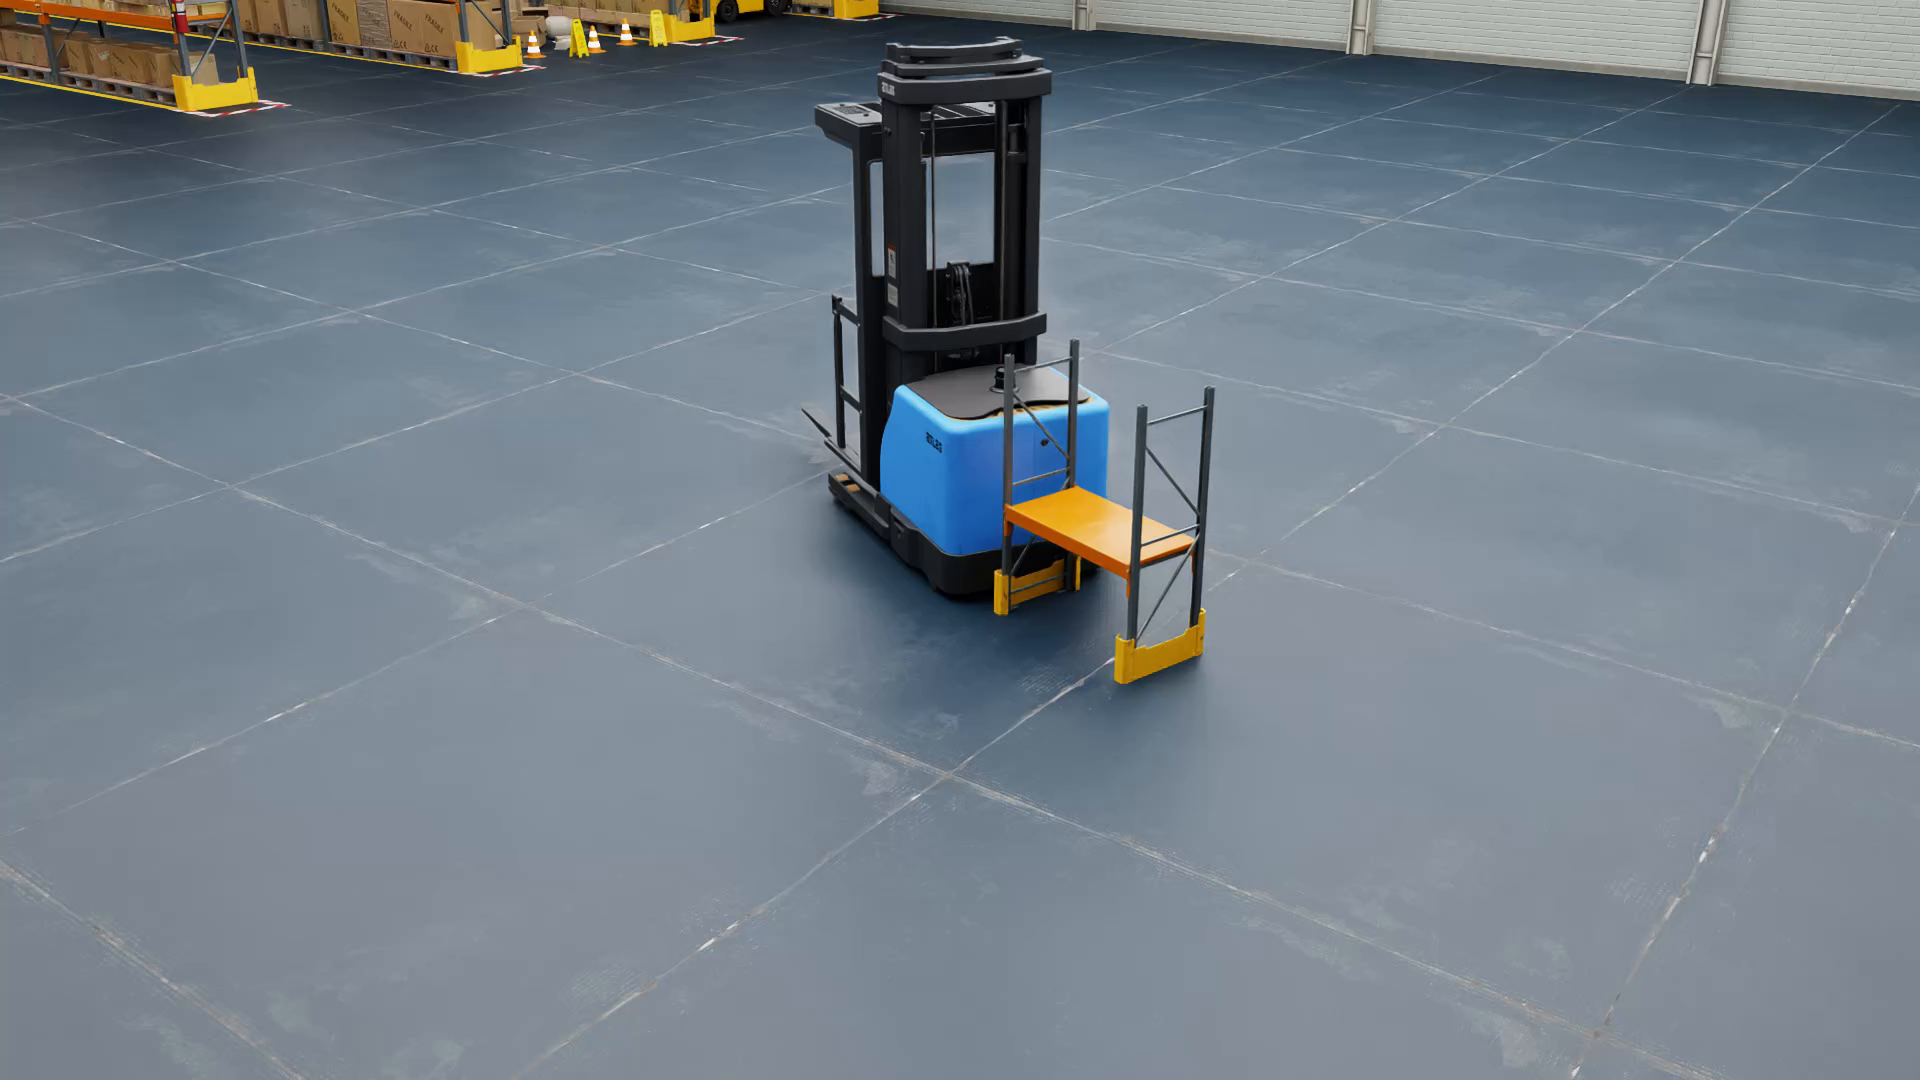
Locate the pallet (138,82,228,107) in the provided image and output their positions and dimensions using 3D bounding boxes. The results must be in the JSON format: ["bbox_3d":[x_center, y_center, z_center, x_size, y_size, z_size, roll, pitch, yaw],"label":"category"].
[{"bbox_3d":[-11.864,-6.894,25.636,1.213,0.211,1.003,17,29,33],"label":"pallet"}]

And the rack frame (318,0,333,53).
[{"bbox_3d":[-11.320,-10.487,30.332,0.127,3.000,1.000,17,29,33],"label":"rack frame"}]

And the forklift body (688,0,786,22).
[{"bbox_3d":[-4.869,-12.226,35.330,1.214,2.155,2.313,17,29,33],"label":"forklift body"}]

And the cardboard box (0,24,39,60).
[{"bbox_3d":[-16.119,-8.516,28.412,0.500,0.500,0.700,20,31,38],"label":"cardboard box"}]

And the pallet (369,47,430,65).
[{"bbox_3d":[-9.778,-8.707,29.751,1.213,0.211,1.003,17,29,33],"label":"pallet"}]

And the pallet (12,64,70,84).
[{"bbox_3d":[-14.999,-7.823,27.744,1.213,0.211,1.003,17,29,33],"label":"pallet"}]

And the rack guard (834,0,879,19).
[{"bbox_3d":[-2.238,-11.594,35.945,0.348,0.500,1.175,17,29,33],"label":"rack guard"}]

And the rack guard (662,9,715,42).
[{"bbox_3d":[-5.292,-10.016,32.363,0.348,0.500,1.175,17,29,33],"label":"rack guard"}]

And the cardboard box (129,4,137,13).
[{"bbox_3d":[-12.323,-8.075,25.169,0.250,0.149,0.380,17,29,33],"label":"cardboard box"}]

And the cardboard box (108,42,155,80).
[{"bbox_3d":[-13.073,-7.589,26.334,0.500,0.500,0.500,14,27,29],"label":"cardboard box"}]

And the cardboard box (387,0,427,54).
[{"bbox_3d":[-9.407,-9.095,29.286,0.875,0.875,0.875,16,29,32],"label":"cardboard box"}]

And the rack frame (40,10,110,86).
[{"bbox_3d":[-14.375,-8.912,26.756,0.127,3.000,1.000,17,29,33],"label":"rack frame"}]

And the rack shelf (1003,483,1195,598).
[{"bbox_3d":[0.749,-0.014,8.869,0.538,0.185,1.000,-17,29,-34],"label":"rack shelf"}]

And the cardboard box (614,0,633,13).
[{"bbox_3d":[-6.448,-10.653,32.668,0.500,0.500,0.500,18,30,35],"label":"cardboard box"}]

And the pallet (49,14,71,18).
[{"bbox_3d":[-19.260,-11.592,36.297,1.213,0.211,1.003,17,29,33],"label":"pallet"}]

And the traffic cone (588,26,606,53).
[{"bbox_3d":[-6.743,-9.228,30.620,0.334,0.463,0.336,17,29,33],"label":"traffic cone"}]

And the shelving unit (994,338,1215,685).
[{"bbox_3d":[0.744,-0.182,8.803,0.587,1.500,1.083,-17,29,-34],"label":"shelving unit"}]

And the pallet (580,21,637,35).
[{"bbox_3d":[-6.893,-10.387,33.563,1.213,0.211,1.003,17,29,33],"label":"pallet"}]

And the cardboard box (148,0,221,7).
[{"bbox_3d":[-11.598,-8.268,24.802,0.500,0.500,0.875,17,29,33],"label":"cardboard box"}]

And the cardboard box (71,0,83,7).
[{"bbox_3d":[-13.594,-8.400,25.907,0.250,0.149,0.380,17,29,33],"label":"cardboard box"}]

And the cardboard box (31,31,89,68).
[{"bbox_3d":[-14.854,-8.124,27.524,0.500,0.500,0.700,14,28,29],"label":"cardboard box"}]

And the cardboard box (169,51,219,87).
[{"bbox_3d":[-11.664,-7.149,25.335,0.500,0.500,0.500,-20,31,-38],"label":"cardboard box"}]

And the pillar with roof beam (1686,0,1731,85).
[{"bbox_3d":[9.548,-10.207,22.255,0.400,9.000,9.100,17,29,33],"label":"pillar with roof beam"}]

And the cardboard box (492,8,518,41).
[{"bbox_3d":[-8.908,-9.893,31.910,0.503,0.637,0.797,17,29,33],"label":"cardboard box"}]

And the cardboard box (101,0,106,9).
[{"bbox_3d":[-12.948,-8.243,25.551,0.250,0.149,0.380,17,29,33],"label":"cardboard box"}]

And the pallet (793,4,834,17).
[{"bbox_3d":[-2.894,-11.639,36.405,1.213,0.211,1.003,17,29,33],"label":"pallet"}]

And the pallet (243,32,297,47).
[{"bbox_3d":[-12.963,-9.668,31.932,1.213,0.211,1.003,17,29,33],"label":"pallet"}]

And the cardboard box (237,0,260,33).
[{"bbox_3d":[-13.386,-10.231,32.019,0.750,0.750,1.050,17,29,34],"label":"cardboard box"}]

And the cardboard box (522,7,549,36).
[{"bbox_3d":[-8.391,-10.268,32.931,0.500,0.500,0.500,-5,24,-12],"label":"cardboard box"}]

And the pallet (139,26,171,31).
[{"bbox_3d":[-16.117,-10.663,34.190,1.213,0.211,1.003,17,29,33],"label":"pallet"}]

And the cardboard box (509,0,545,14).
[{"bbox_3d":[-8.853,-11.225,34.743,0.625,0.372,0.950,17,29,34],"label":"cardboard box"}]

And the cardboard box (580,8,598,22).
[{"bbox_3d":[-7.262,-10.560,33.387,0.500,0.250,0.500,16,29,33],"label":"cardboard box"}]

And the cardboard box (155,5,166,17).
[{"bbox_3d":[-11.726,-7.892,24.754,0.250,0.149,0.380,17,29,33],"label":"cardboard box"}]

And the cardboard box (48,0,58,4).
[{"bbox_3d":[-14.192,-8.583,26.321,0.250,0.149,0.380,17,29,33],"label":"cardboard box"}]

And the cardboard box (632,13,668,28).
[{"bbox_3d":[-6.059,-10.190,32.547,0.500,0.250,0.500,17,29,33],"label":"cardboard box"}]

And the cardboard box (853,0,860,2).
[{"bbox_3d":[-2.533,-11.860,36.336,0.500,0.250,0.500,17,29,34],"label":"cardboard box"}]

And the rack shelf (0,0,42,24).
[{"bbox_3d":[-15.976,-9.066,27.998,4.000,0.370,1.077,17,29,33],"label":"rack shelf"}]

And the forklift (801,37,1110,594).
[{"bbox_3d":[-0.205,-1.597,10.239,1.130,2.935,3.031,-10,26,-22],"label":"forklift"}]

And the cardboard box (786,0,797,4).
[{"bbox_3d":[-3.610,-11.937,36.511,0.500,0.250,0.500,17,29,34],"label":"cardboard box"}]

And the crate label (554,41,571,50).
[{"bbox_3d":[-7.409,-9.249,31.072,0.298,0.136,0.250,3,24,6],"label":"crate label"}]

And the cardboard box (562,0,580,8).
[{"bbox_3d":[-7.686,-11.031,33.524,0.500,0.500,0.500,18,30,35],"label":"cardboard box"}]

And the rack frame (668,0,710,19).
[{"bbox_3d":[-5.231,-11.142,31.817,0.127,3.000,1.000,17,29,33],"label":"rack frame"}]
